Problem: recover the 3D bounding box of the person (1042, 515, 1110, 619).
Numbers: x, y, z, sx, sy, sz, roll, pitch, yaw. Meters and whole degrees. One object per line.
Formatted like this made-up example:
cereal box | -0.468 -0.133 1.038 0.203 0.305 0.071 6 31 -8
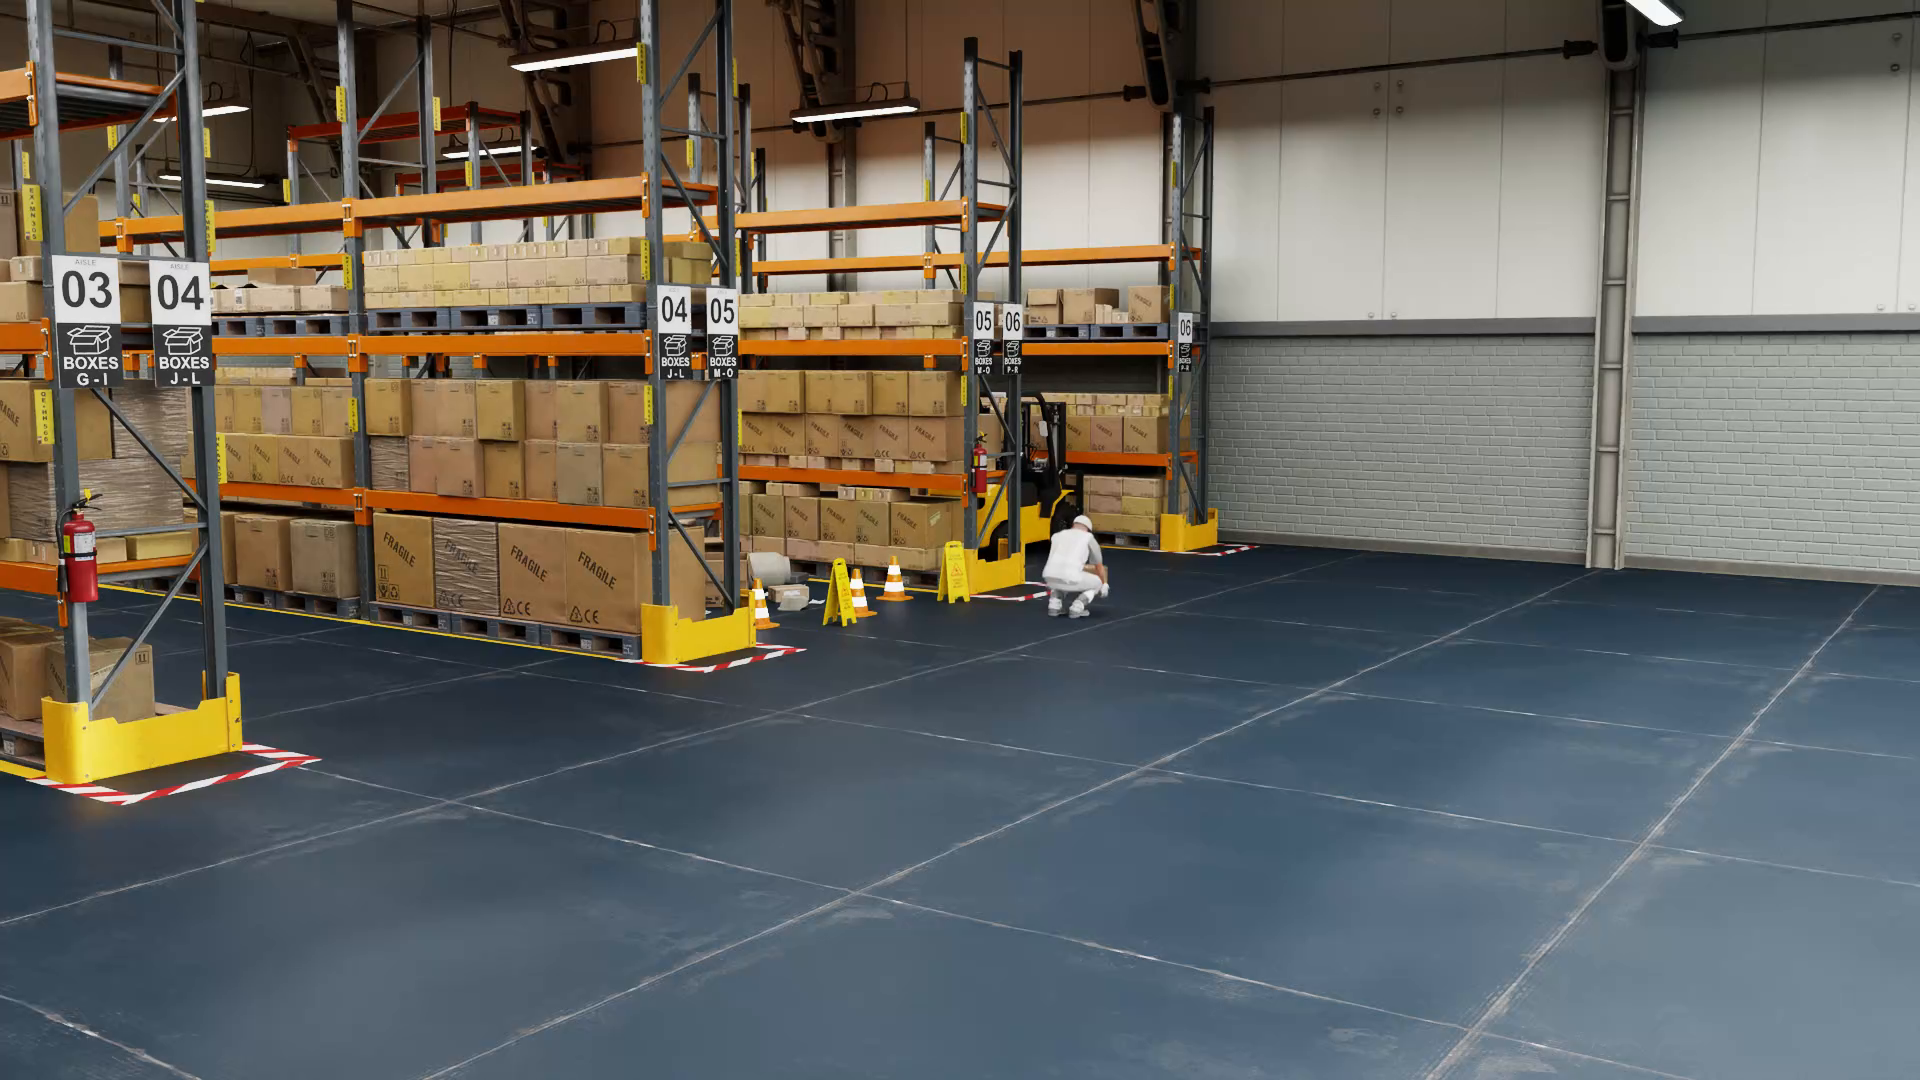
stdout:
person | 1.157 0.266 16.878 0.553 0.994 0.878 4 7 33
